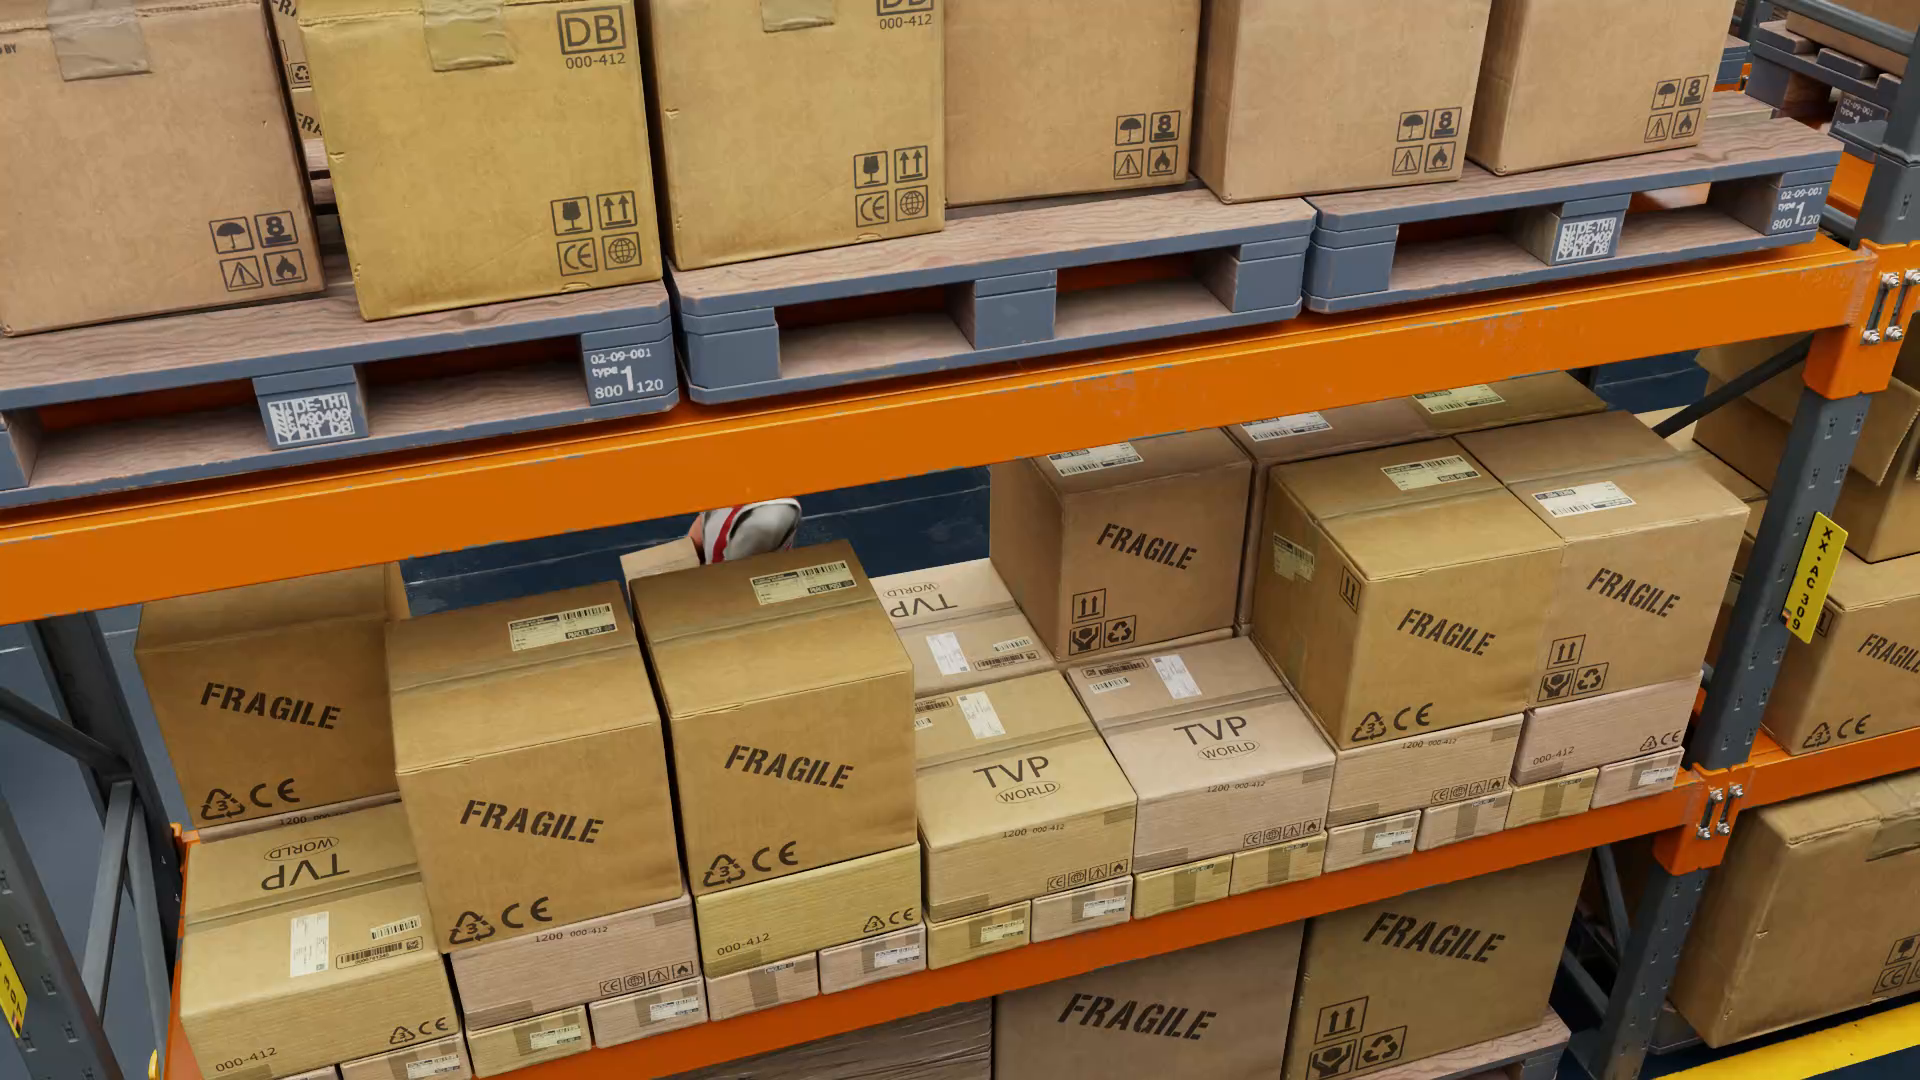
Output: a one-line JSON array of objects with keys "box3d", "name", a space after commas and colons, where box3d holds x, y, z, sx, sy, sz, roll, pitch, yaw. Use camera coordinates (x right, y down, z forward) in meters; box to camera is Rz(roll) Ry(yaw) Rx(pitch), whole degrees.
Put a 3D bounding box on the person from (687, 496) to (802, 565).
[{"box3d": [5.463, 1.103, 4.461, 11.611, 1.786, 7.108, -10, 35, -15], "name": "person"}]
